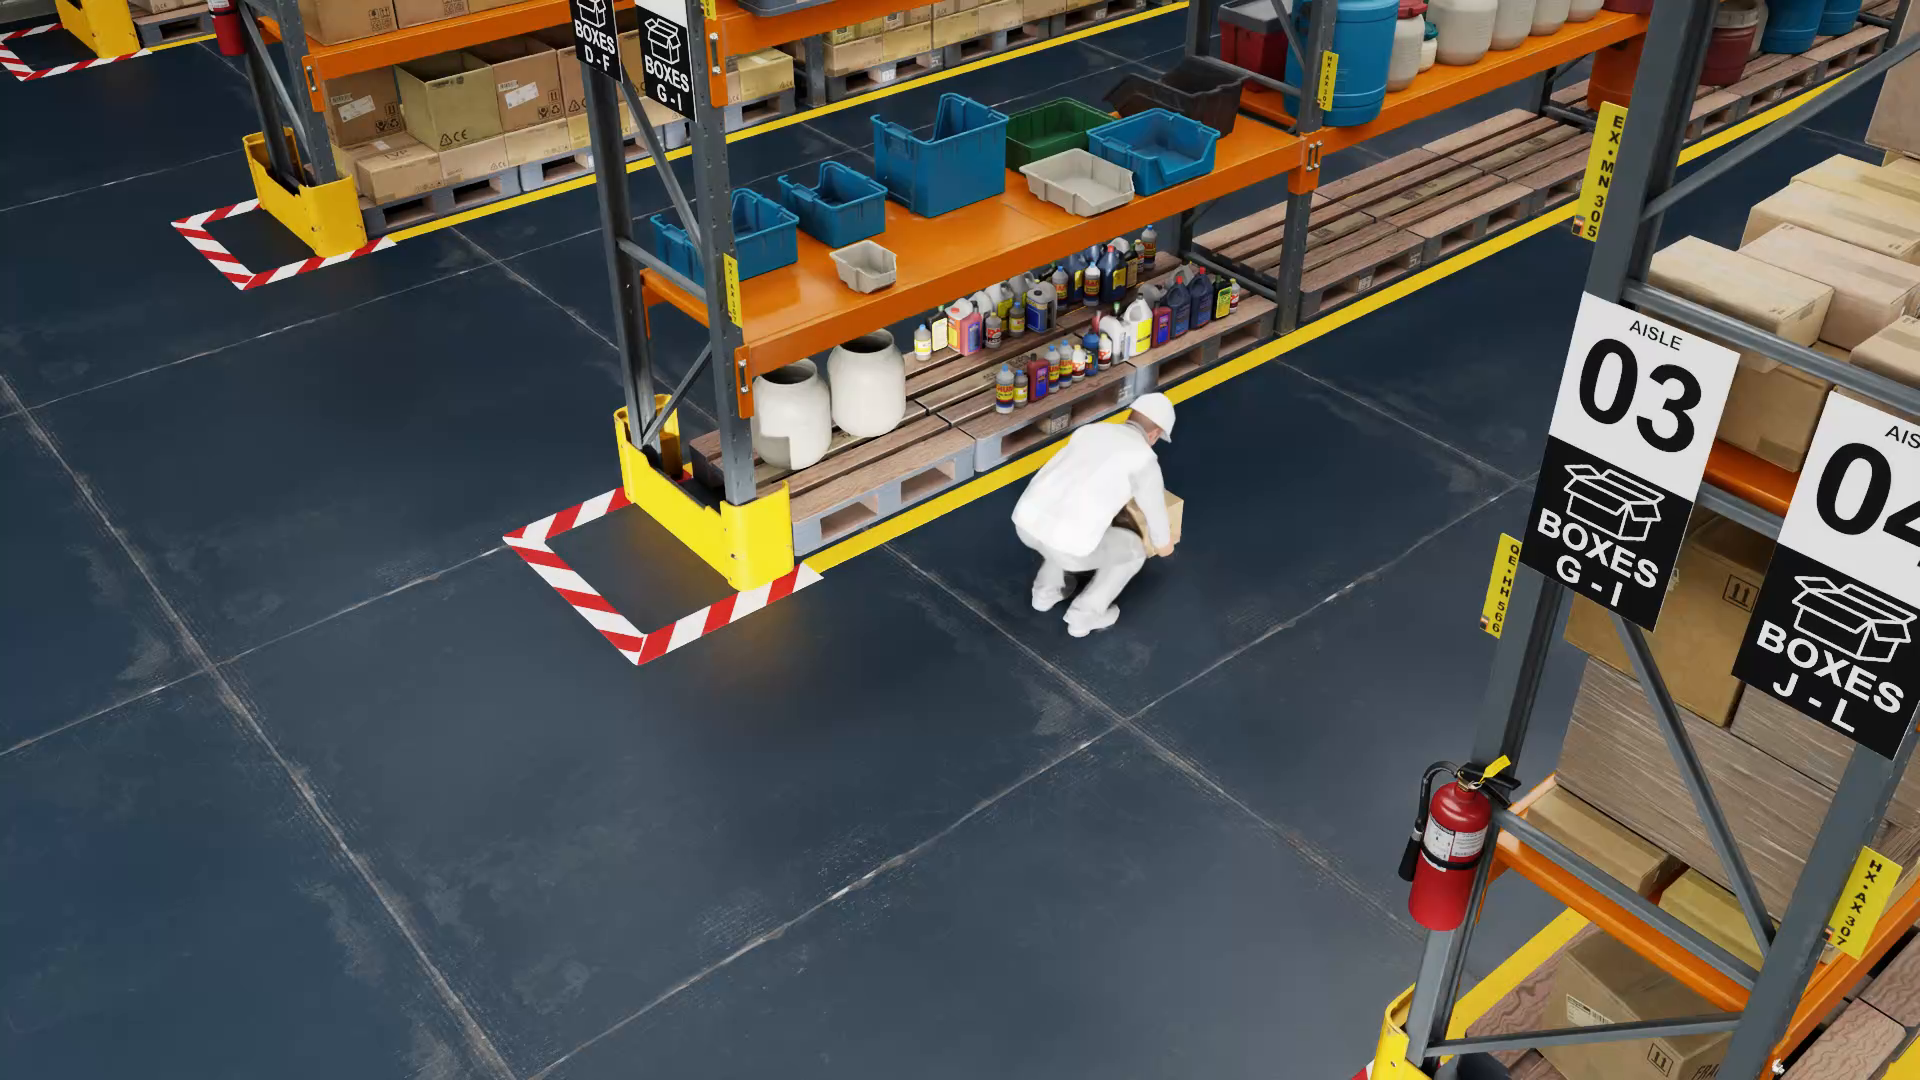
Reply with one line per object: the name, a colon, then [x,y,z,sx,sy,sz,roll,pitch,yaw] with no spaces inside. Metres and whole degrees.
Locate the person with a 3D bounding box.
person: [0.667,-0.121,7.898,0.943,0.996,0.511,-28,44,-33]
